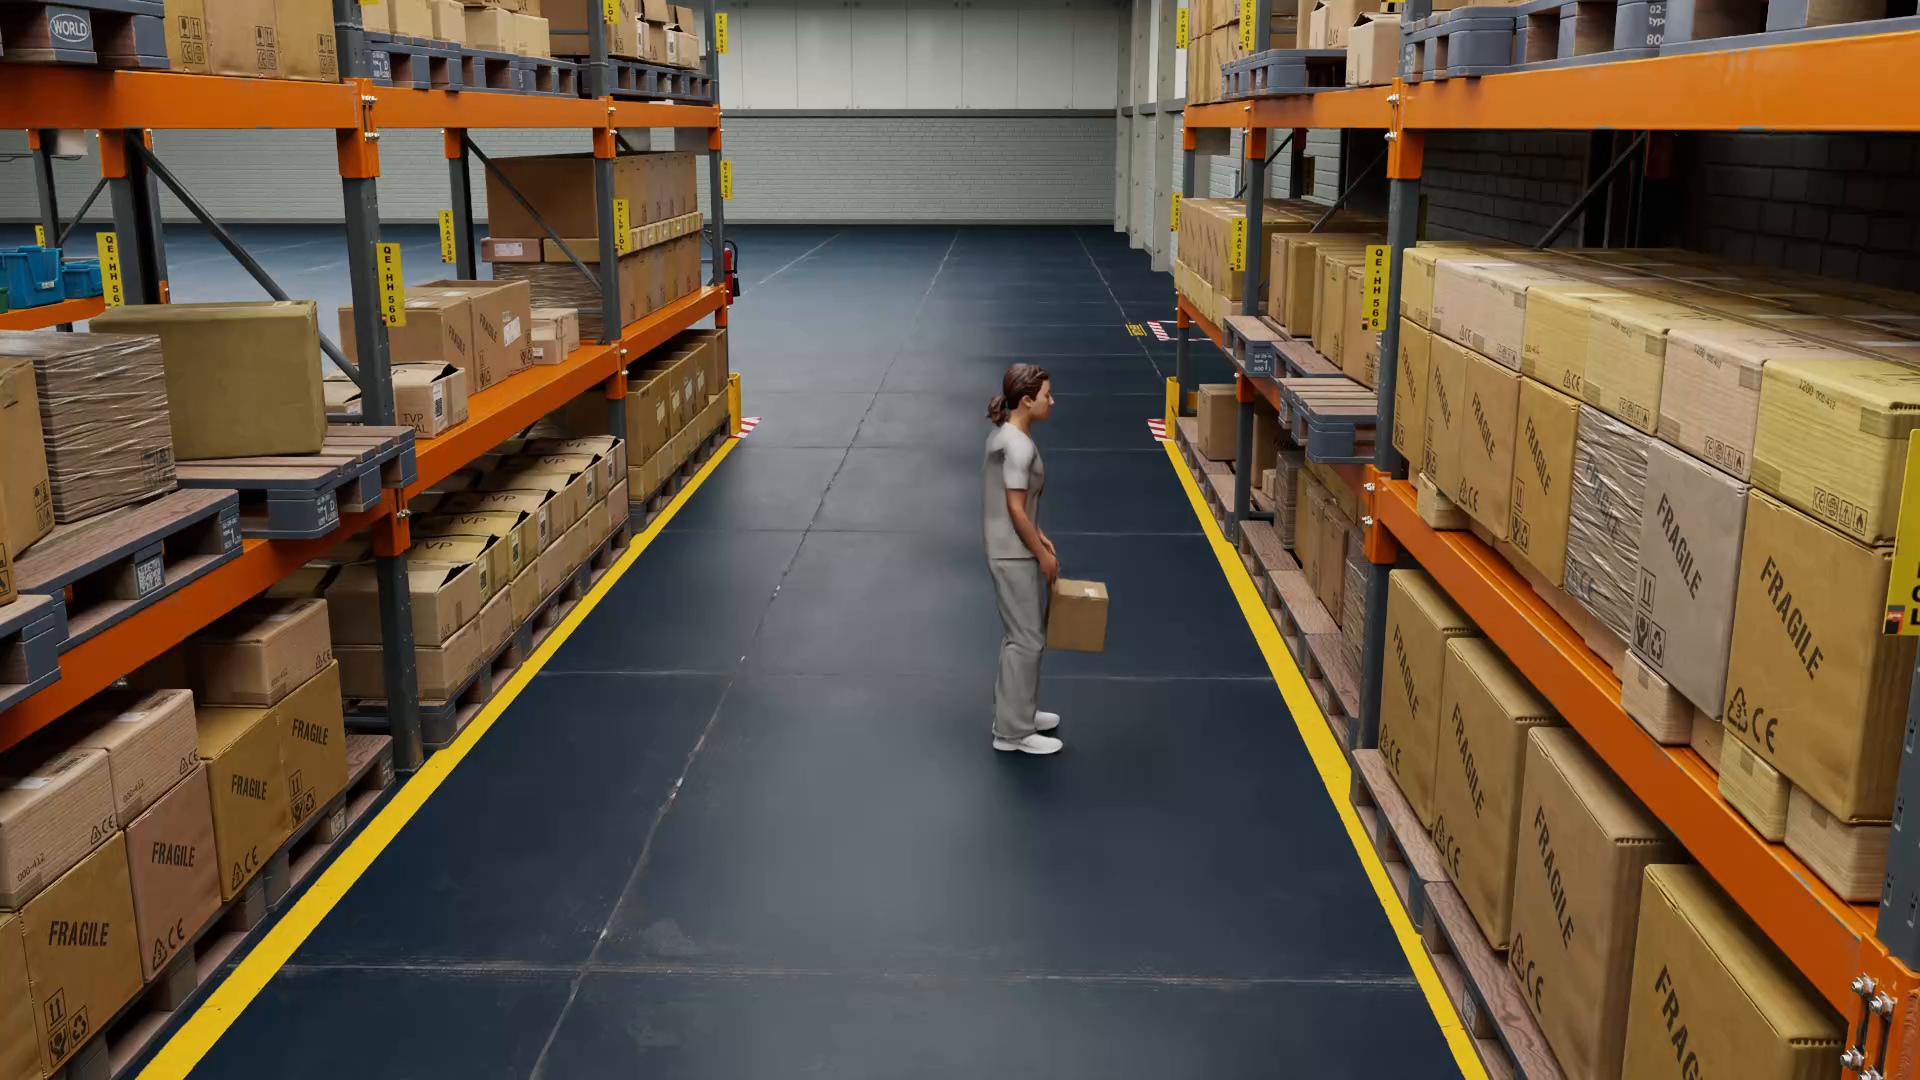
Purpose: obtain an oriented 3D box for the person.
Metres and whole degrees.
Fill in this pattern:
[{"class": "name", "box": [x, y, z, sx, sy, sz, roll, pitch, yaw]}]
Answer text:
[{"class": "person", "box": [0.271, 0.068, 7.226, 0.364, 1.675, 0.480, 0, 14, 0]}]
